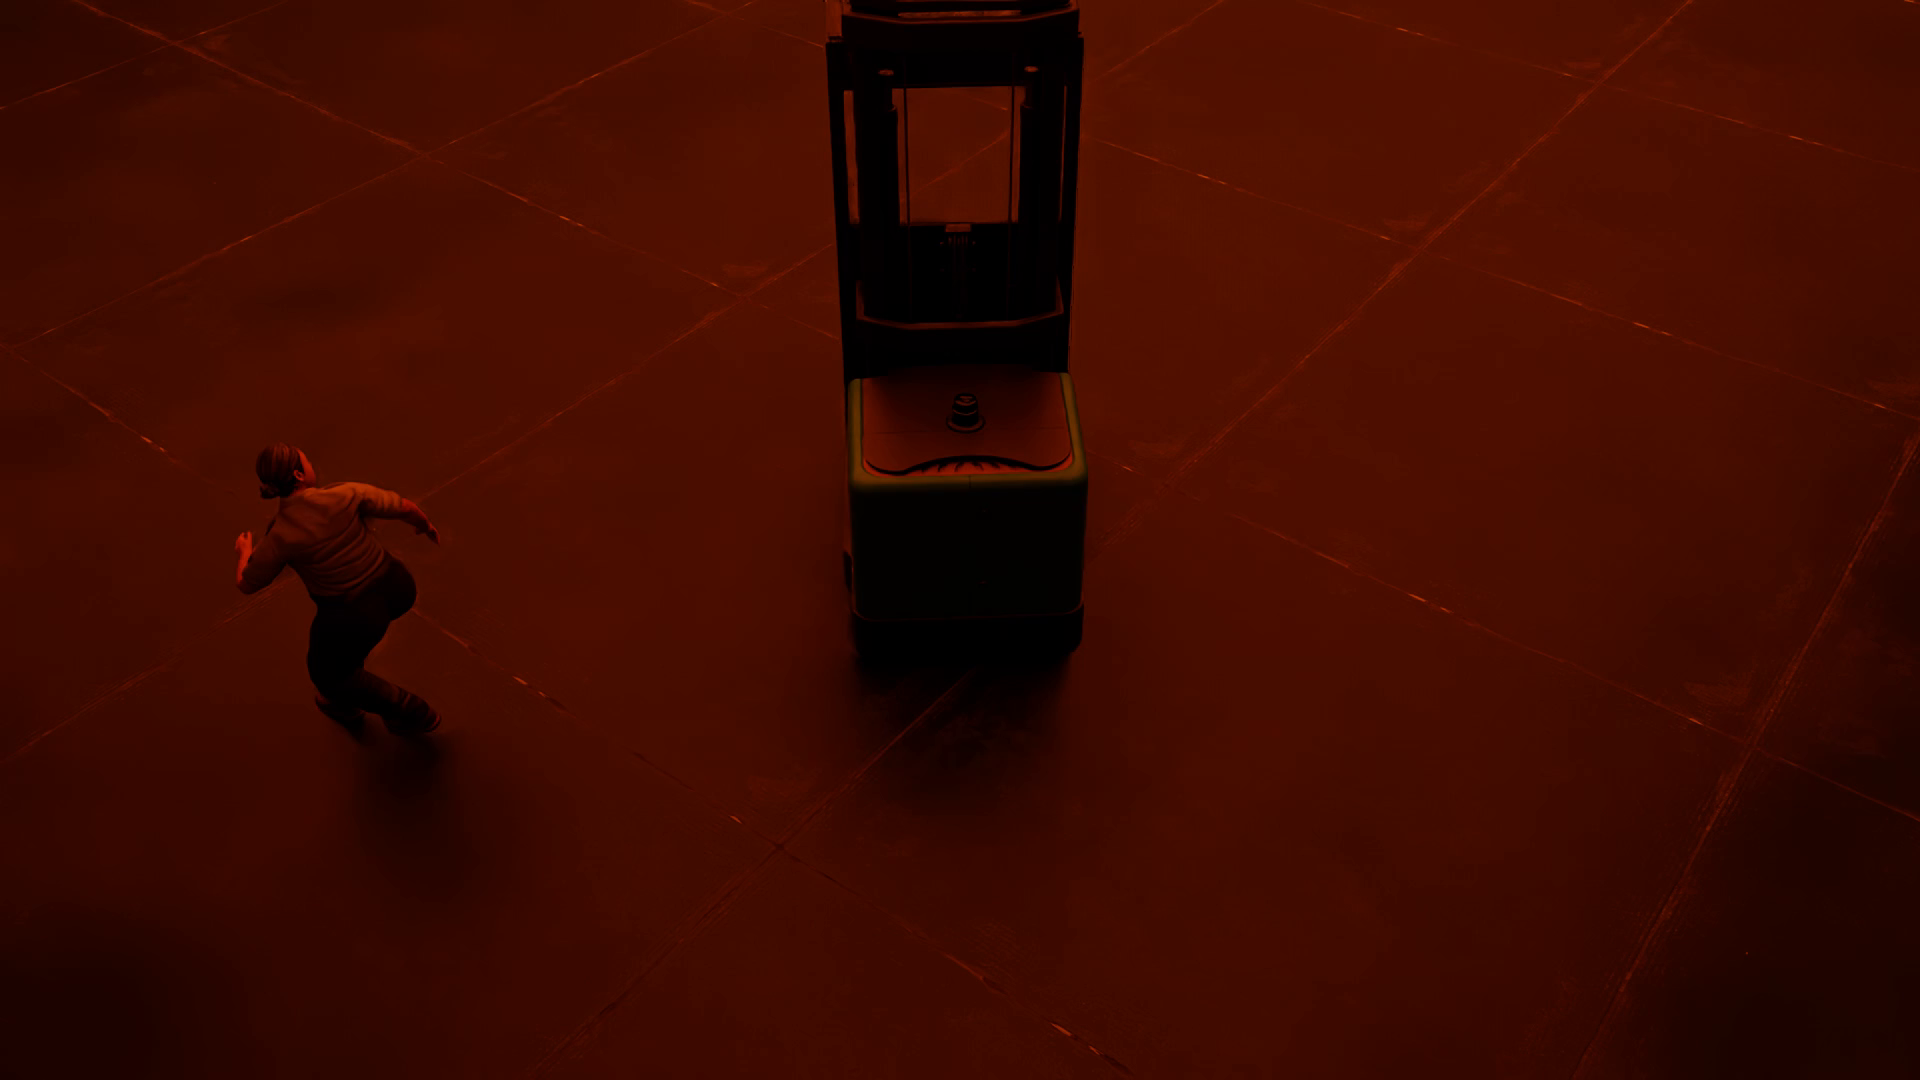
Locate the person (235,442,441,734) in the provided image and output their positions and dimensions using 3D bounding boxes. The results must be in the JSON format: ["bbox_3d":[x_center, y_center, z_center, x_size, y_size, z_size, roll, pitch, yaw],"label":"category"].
[{"bbox_3d":[-2.588,0.160,6.992,0.808,1.527,0.803,21,45,23],"label":"person"}]

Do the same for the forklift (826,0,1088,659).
[{"bbox_3d":[-0.036,-1.511,7.846,1.130,2.935,3.031,-2,40,-2],"label":"forklift"}]
